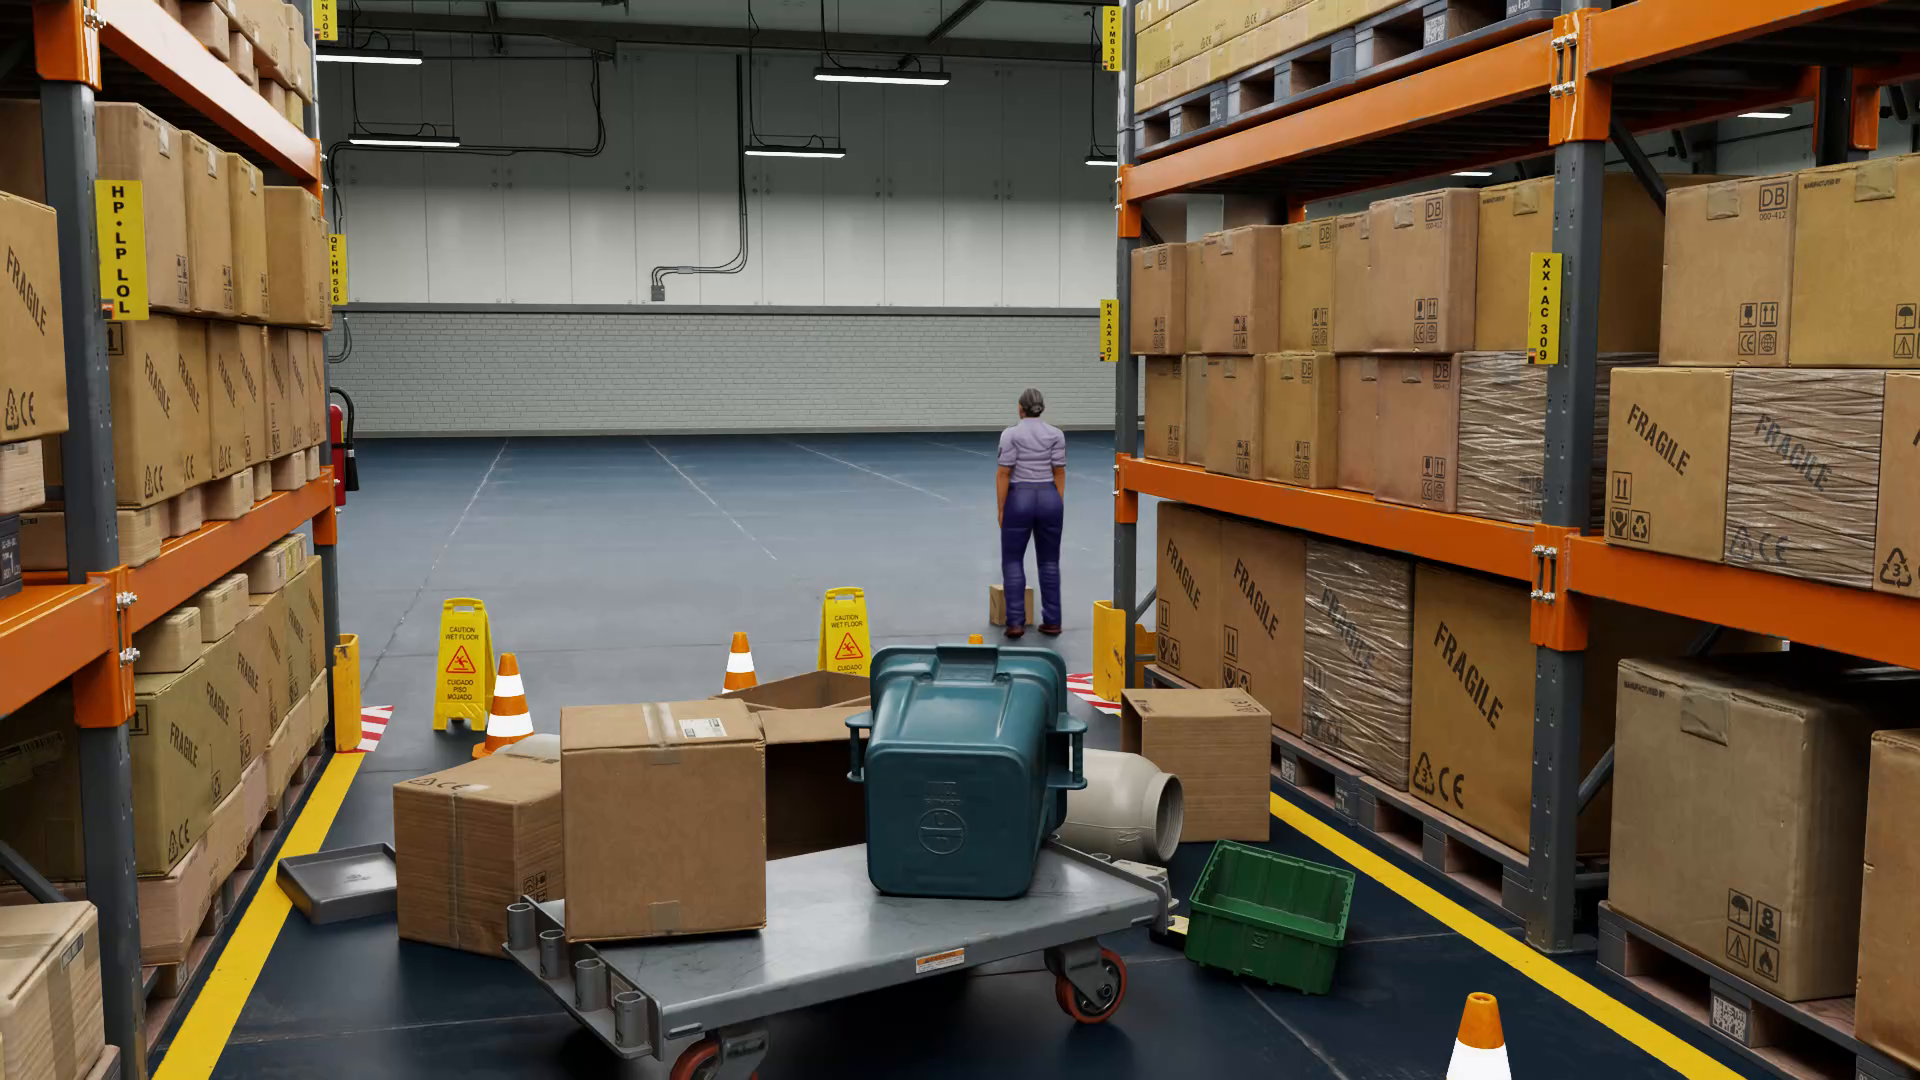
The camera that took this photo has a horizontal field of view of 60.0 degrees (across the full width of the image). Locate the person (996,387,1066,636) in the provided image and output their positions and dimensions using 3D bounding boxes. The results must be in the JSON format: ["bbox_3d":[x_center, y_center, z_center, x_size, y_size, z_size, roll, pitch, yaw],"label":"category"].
[{"bbox_3d":[0.460,-0.166,11.017,0.467,1.691,0.351,-1,6,-12],"label":"person"}]
